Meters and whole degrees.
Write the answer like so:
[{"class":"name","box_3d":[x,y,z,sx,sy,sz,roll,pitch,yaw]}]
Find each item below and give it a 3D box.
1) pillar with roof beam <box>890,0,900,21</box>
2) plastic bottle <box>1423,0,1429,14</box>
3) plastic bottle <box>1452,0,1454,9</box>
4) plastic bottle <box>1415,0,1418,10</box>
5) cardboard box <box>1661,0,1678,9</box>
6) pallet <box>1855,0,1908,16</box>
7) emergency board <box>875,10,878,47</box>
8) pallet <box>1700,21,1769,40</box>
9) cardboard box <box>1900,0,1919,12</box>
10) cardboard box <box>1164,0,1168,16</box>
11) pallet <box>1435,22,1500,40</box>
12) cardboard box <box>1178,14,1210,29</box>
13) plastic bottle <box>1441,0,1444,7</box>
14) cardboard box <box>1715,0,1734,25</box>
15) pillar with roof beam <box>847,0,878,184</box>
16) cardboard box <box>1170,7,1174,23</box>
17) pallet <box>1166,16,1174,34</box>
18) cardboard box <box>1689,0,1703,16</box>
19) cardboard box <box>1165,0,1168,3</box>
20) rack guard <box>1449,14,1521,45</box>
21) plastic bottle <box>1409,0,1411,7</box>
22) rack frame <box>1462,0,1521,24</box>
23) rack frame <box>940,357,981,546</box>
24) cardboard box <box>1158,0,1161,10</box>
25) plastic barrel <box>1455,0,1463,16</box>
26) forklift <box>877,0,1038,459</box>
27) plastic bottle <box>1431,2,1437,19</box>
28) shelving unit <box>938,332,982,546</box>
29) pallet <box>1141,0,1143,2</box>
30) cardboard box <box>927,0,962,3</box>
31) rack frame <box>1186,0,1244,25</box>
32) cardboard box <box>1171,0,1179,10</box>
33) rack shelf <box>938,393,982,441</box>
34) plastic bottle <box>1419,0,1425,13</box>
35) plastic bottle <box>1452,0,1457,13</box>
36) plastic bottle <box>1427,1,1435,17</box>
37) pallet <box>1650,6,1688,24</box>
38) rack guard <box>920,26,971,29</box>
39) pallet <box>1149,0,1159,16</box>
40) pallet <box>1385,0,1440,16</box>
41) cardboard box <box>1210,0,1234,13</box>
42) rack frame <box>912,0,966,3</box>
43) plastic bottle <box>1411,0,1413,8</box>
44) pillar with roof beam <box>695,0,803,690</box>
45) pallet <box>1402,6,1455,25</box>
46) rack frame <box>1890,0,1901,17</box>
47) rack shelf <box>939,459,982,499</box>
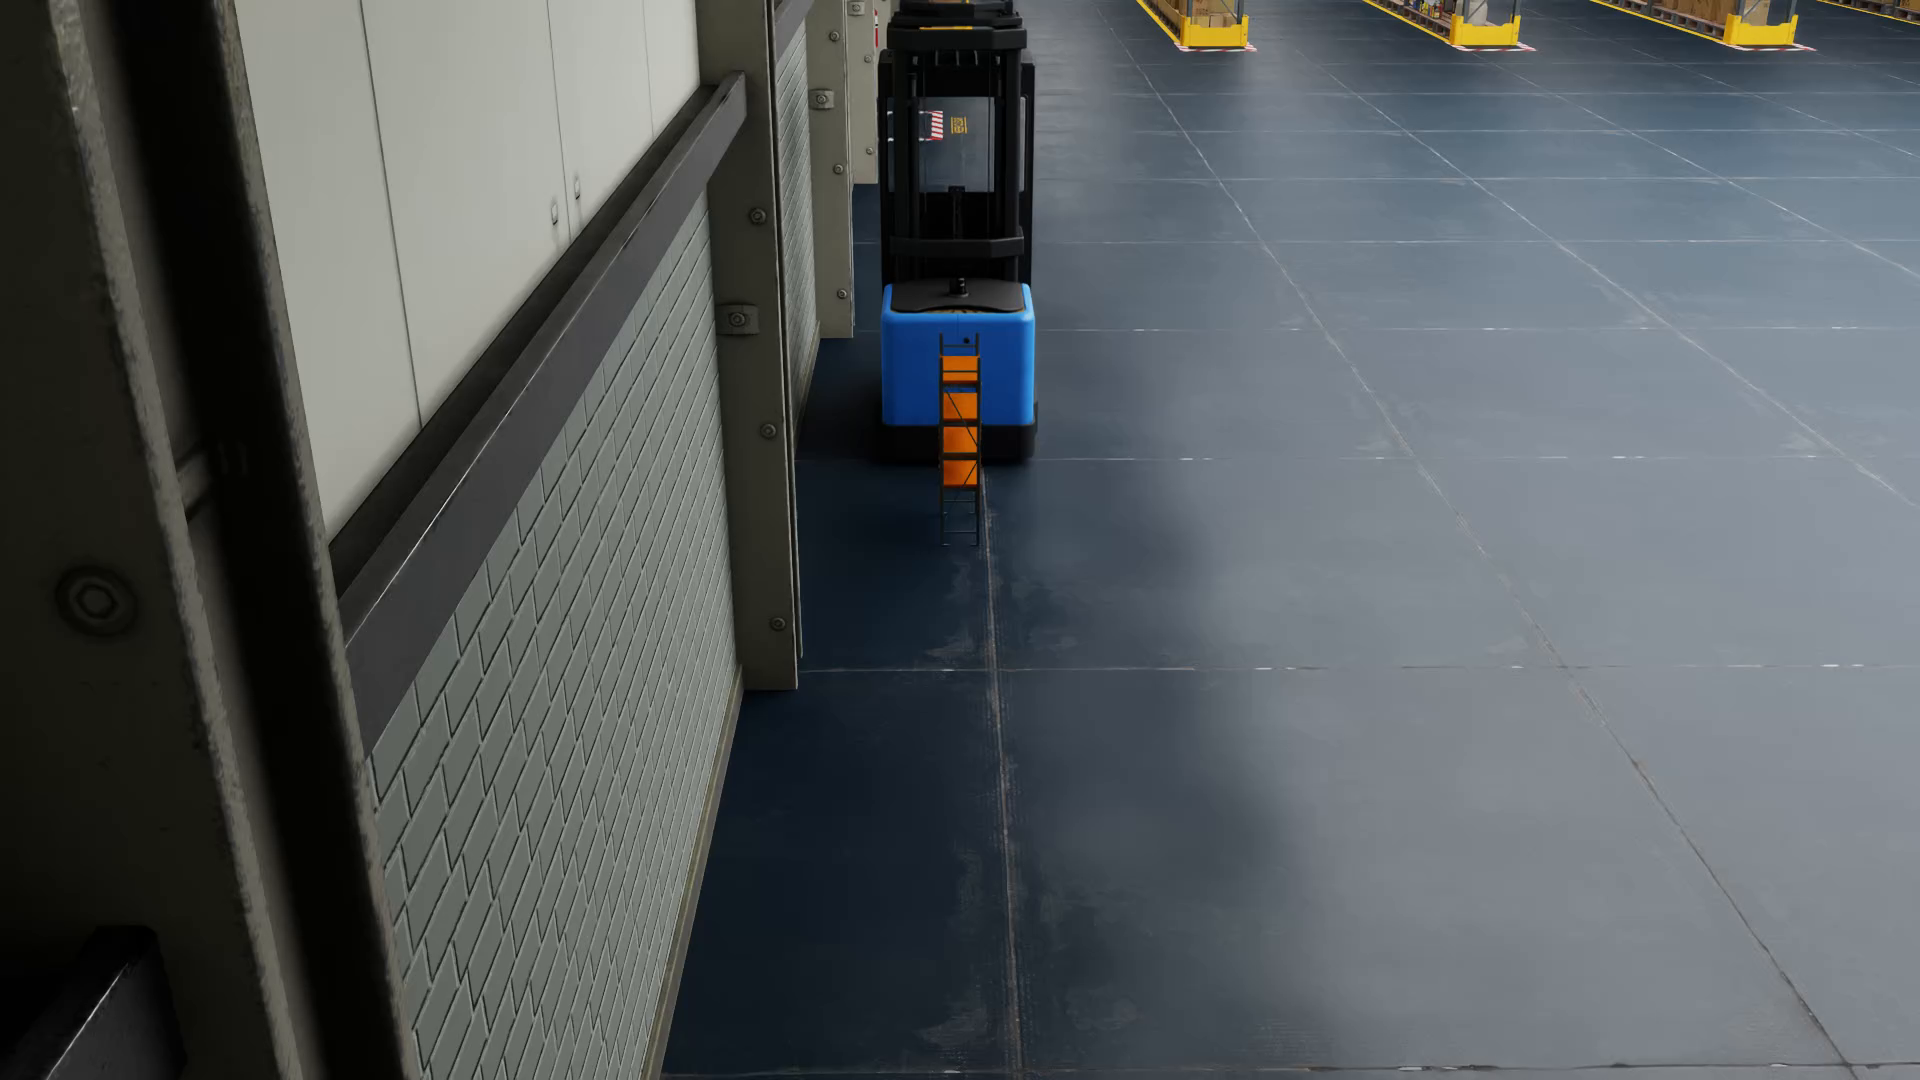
[{"class":"pillar with roof beam","box_3d":[3.047,-13.321,28.784,9.100,9.000,0.400,0,24,-1]},{"class":"plastic bottle","box_3d":[9.078,-10.383,32.247,0.144,0.351,0.185,0,24,-1]},{"class":"plastic bottle","box_3d":[9.775,-10.627,32.787,0.144,0.351,0.185,-1,24,-3]},{"class":"plastic bottle","box_3d":[9.071,-10.636,32.807,0.144,0.351,0.185,0,24,1]},{"class":"cardboard box","box_3d":[14.394,-10.886,33.204,0.500,0.500,0.500,-1,24,-2]},{"class":"pallet","box_3d":[19.307,-11.027,34.374,1.003,0.211,1.213,0,24,-1]},{"class":"emergency board","box_3d":[-1.204,-7.078,22.259,0.194,1.169,0.643,0,24,-1]},{"class":"pallet","box_3d":[14.499,-9.446,30.880,1.003,0.211,1.213,0,24,-1]},{"class":"cardboard box","box_3d":[19.328,-10.943,32.875,0.875,0.875,0.875,0,24,0]},{"class":"cardboard box","box_3d":[4.227,-10.290,32.188,0.500,0.250,0.500,0,24,-1]},{"class":"pallet","box_3d":[9.470,-9.424,30.830,1.003,0.211,1.213,0,24,-1]},{"class":"cardboard box","box_3d":[4.267,-9.466,30.366,0.500,0.250,0.500,0,24,-1]},{"class":"plastic bottle","box_3d":[9.628,-10.705,32.961,0.144,0.351,0.185,0,24,-1]},{"class":"cardboard box","box_3d":[14.443,-9.907,31.038,0.500,0.500,0.500,6,25,13]},{"class":"pillar with roof beam","box_3d":[3.178,-8.376,17.851,9.100,9.000,0.400,0,24,-1]},{"class":"cardboard box","box_3d":[4.242,-9.878,31.277,0.500,0.250,0.500,0,24,-1]},{"class":"pallet","box_3d":[4.507,-9.854,31.780,1.003,0.211,1.213,0,24,-1]},{"class":"cardboard box","box_3d":[14.494,-10.395,32.117,0.500,0.500,0.500,-2,24,-5]},{"class":"cardboard box","box_3d":[4.227,-10.632,32.034,0.500,0.500,0.500,0,24,-1]},{"class":"rack guard","box_3d":[9.473,-9.221,30.030,1.175,0.500,0.348,0,24,-1]},{"class":"plastic bottle","box_3d":[9.043,-10.801,33.268,0.097,0.271,0.097,0,24,0]},{"class":"rack frame","box_3d":[9.521,-10.328,29.447,1.000,3.000,0.127,0,24,-1]},{"class":"rack frame","box_3d":[0.001,-0.514,9.931,0.240,1.200,0.015,0,24,-1]},{"class":"cardboard box","box_3d":[4.226,-10.702,33.100,0.500,0.250,0.500,0,24,-1]},{"class":"plastic barrel","box_3d":[9.432,-9.864,30.928,0.421,0.512,0.421,0,24,0]},{"class":"forklift","box_3d":[-0.028,-2.444,12.096,1.130,2.935,3.031,0,24,-1]},{"class":"plastic bottle","box_3d":[9.043,-10.094,31.691,0.061,0.283,0.133,0,24,1]},{"class":"shelving unit","box_3d":[-0.002,-0.615,10.154,0.258,1.200,0.503,0,24,-1]},{"class":"pallet","box_3d":[4.451,-11.994,36.514,1.003,0.211,1.213,0,24,-1]},{"class":"cardboard box","box_3d":[-0.267,-10.168,31.592,0.700,0.500,0.500,-2,24,-4]},{"class":"rack frame","box_3d":[4.568,-10.308,29.401,1.000,3.000,0.127,0,24,-1]},{"class":"cardboard box","box_3d":[4.239,-10.220,31.123,0.500,0.500,0.500,0,24,-1]},{"class":"rack shelf","box_3d":[-0.002,-0.757,10.089,0.258,0.148,0.480,0,24,-1]},{"class":"plastic bottle","box_3d":[9.033,-10.459,32.498,0.061,0.283,0.133,1,24,2]},{"class":"plastic bottle","box_3d":[9.676,-10.452,32.483,0.061,0.283,0.133,0,24,-1]},{"class":"plastic bottle","box_3d":[9.086,-10.204,31.942,0.152,0.276,0.135,-1,24,-2]},{"class":"pallet","box_3d":[14.473,-10.452,33.103,1.003,0.211,1.213,0,24,-1]},{"class":"rack guard","box_3d":[-0.386,-9.176,29.932,1.175,0.500,0.348,0,24,-1]},{"class":"pallet","box_3d":[4.477,-10.989,34.291,1.003,0.211,1.213,0,24,-1]},{"class":"pallet","box_3d":[9.430,-11.030,34.381,1.003,0.211,1.213,0,24,-1]},{"class":"cardboard box","box_3d":[4.777,-10.016,30.673,0.500,0.500,0.500,0,24,-1]},{"class":"rack frame","box_3d":[-0.385,-10.284,29.348,1.000,3.000,0.127,0,24,-1]},{"class":"plastic bottle","box_3d":[9.045,-10.685,33.097,0.097,0.201,0.097,0,24,0]},{"class":"pillar with roof beam","box_3d":[3.308,-3.432,6.918,9.100,9.000,0.400,0,24,-1]},{"class":"pallet","box_3d":[9.443,-10.429,33.053,1.003,0.211,1.213,0,24,-1]},{"class":"rack frame","box_3d":[19.391,-11.980,33.097,1.000,3.000,0.127,0,24,-1]},{"class":"rack shelf","box_3d":[-0.002,-0.373,10.263,0.258,0.148,0.480,0,24,-1]}]
